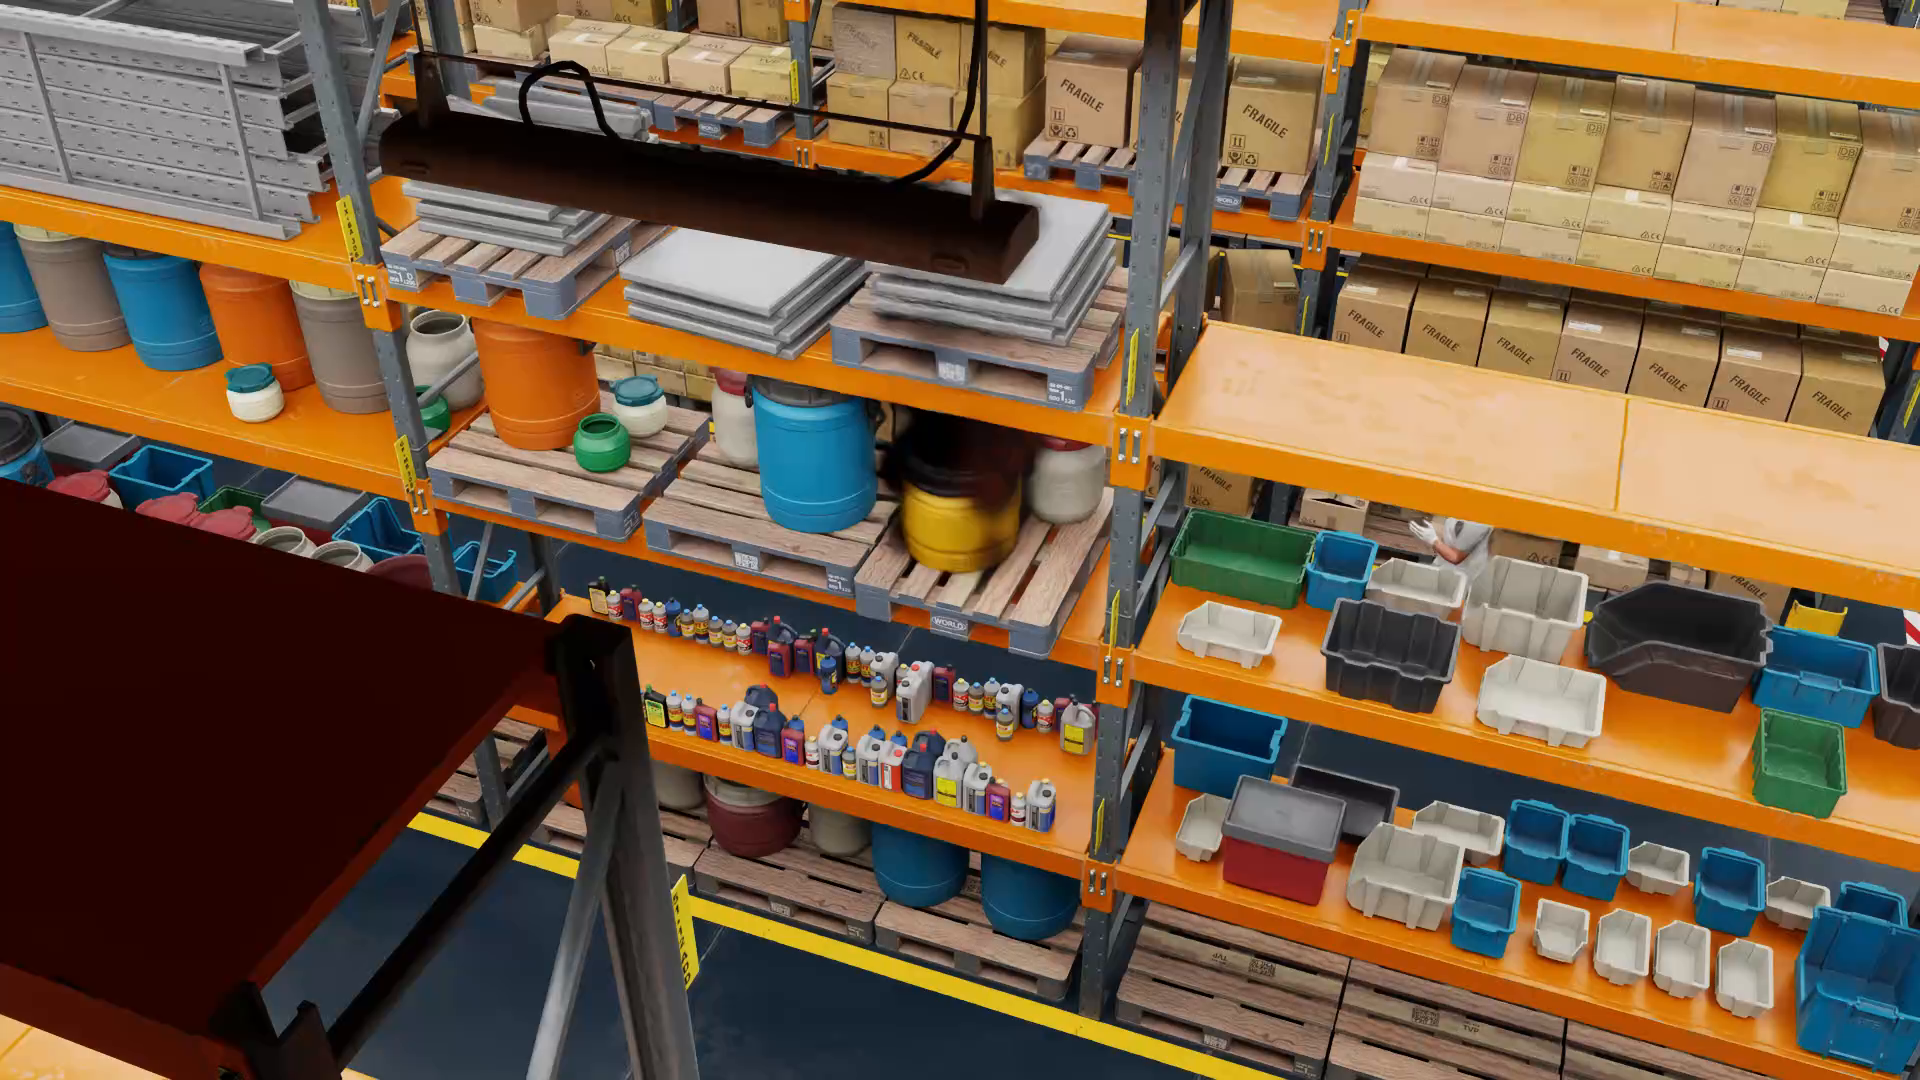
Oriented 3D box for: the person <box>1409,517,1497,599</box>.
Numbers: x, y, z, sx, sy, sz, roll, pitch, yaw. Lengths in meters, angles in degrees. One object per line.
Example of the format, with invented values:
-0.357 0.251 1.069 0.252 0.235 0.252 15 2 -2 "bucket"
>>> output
3.366 0.220 11.235 0.766 1.877 0.648 9 37 12 "person"
